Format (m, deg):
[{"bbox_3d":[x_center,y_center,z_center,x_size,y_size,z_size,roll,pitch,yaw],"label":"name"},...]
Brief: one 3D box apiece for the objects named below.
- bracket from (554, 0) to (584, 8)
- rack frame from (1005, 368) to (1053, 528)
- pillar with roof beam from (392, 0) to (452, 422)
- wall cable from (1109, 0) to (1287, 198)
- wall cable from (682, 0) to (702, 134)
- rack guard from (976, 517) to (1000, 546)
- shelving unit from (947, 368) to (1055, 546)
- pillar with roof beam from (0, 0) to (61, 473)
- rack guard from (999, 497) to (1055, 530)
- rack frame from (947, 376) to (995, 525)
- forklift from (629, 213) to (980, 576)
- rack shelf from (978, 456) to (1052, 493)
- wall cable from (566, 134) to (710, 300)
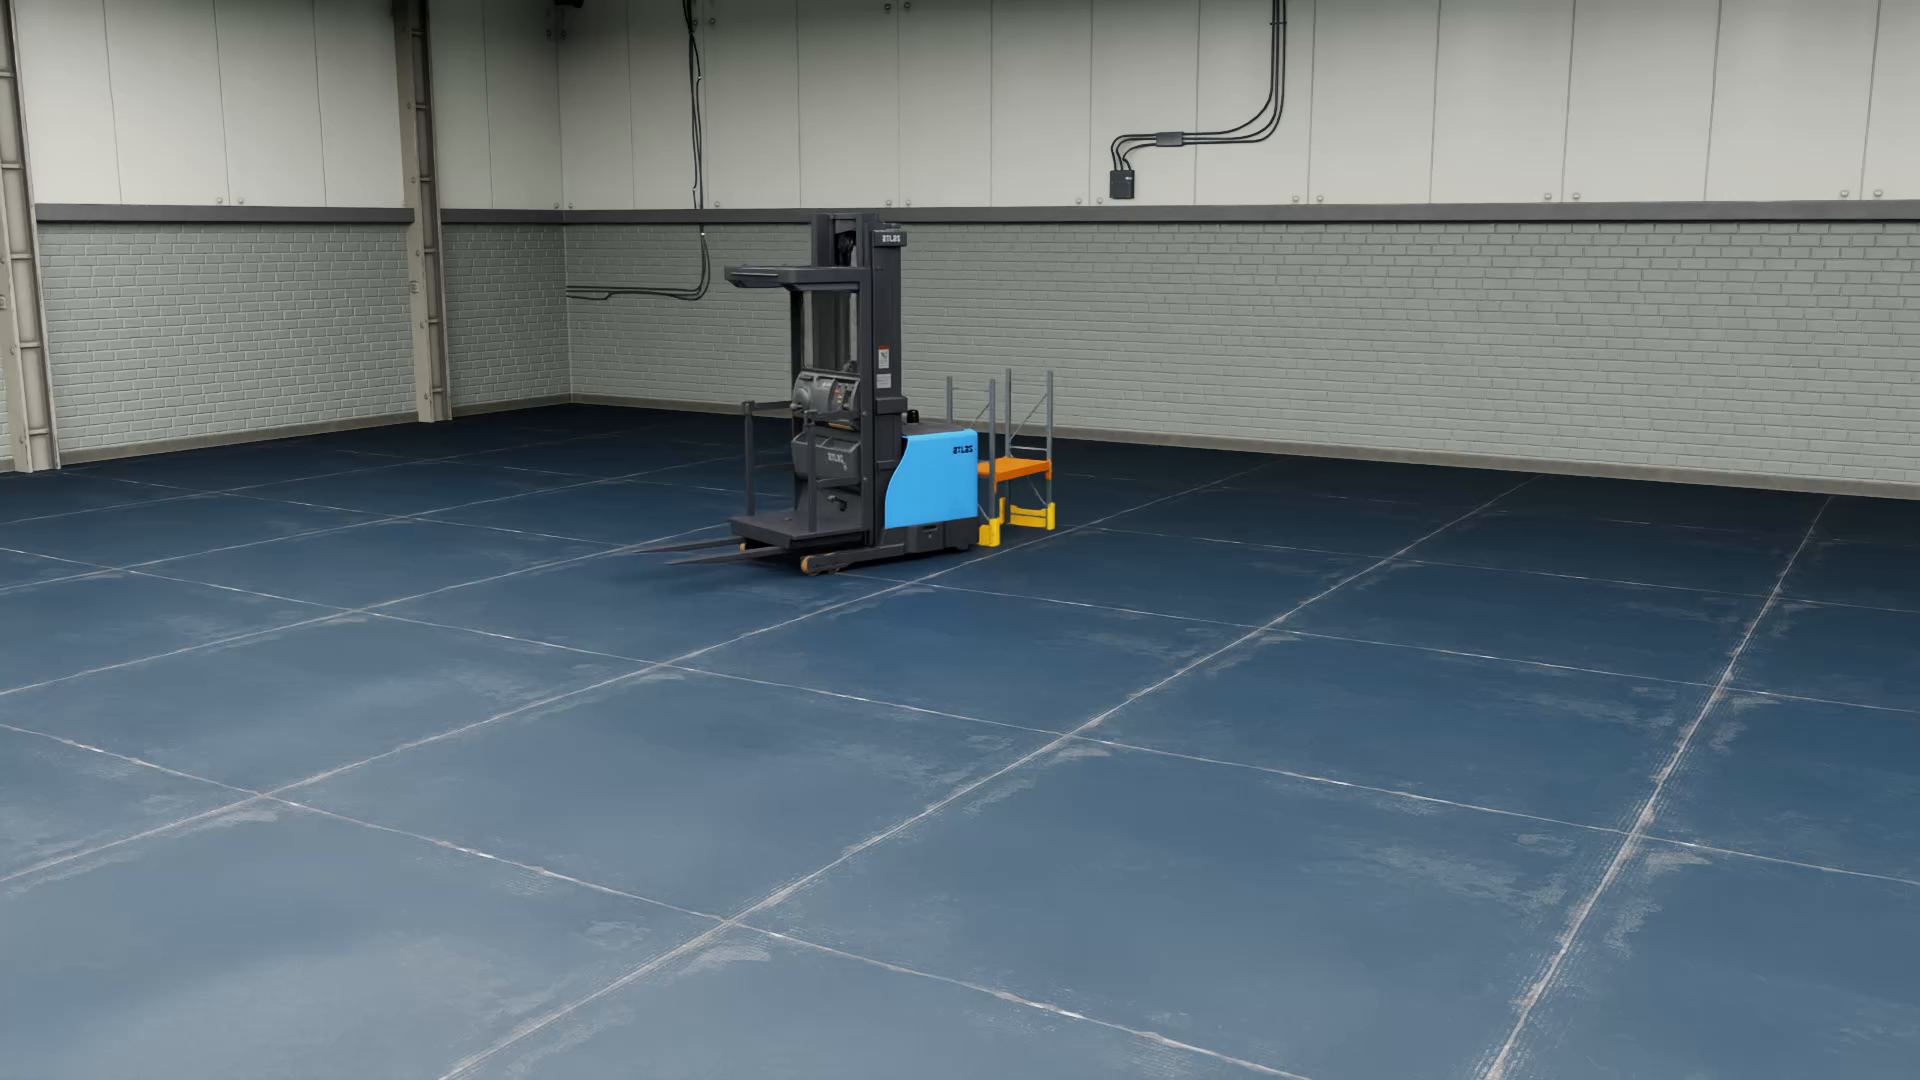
[{"bbox_3d":[-6.065,-8.374,25.745,0.235,0.232,0.430,6,12,31],"label":"bracket"},{"bbox_3d":[0.652,-0.872,15.829,0.500,1.500,0.032,7,13,32],"label":"rack frame"},{"bbox_3d":[-4.135,-5.790,21.721,9.100,9.000,0.548,6,12,31],"label":"pillar with roof beam"},{"bbox_3d":[2.951,-7.300,20.547,2.305,6.003,0.169,6,12,31],"label":"wall cable"},{"bbox_3d":[-2.843,-7.236,24.159,3.097,2.526,0.112,6,12,31],"label":"wall cable"},{"bbox_3d":[0.097,-0.101,15.108,0.587,0.250,0.087,7,13,32],"label":"rack guard"},{"bbox_3d":[0.369,-0.792,15.403,0.587,1.500,1.083,7,13,32],"label":"shelving unit"},{"bbox_3d":[-7.250,-4.846,16.681,9.100,9.000,0.400,6,12,31],"label":"pillar with roof beam"},{"bbox_3d":[0.641,-0.254,15.928,0.587,0.250,0.087,7,13,32],"label":"rack guard"},{"bbox_3d":[0.097,-0.715,14.992,0.500,1.500,0.032,7,13,32],"label":"rack frame"},{"bbox_3d":[-1.302,-1.255,13.989,3.031,2.935,1.130,-8,13,-37],"label":"forklift"},{"bbox_3d":[0.374,-0.616,15.444,0.538,0.185,1.000,7,13,32],"label":"rack shelf"},{"bbox_3d":[-5.155,-5.012,26.004,3.097,2.526,0.112,6,12,31],"label":"wall cable"}]
